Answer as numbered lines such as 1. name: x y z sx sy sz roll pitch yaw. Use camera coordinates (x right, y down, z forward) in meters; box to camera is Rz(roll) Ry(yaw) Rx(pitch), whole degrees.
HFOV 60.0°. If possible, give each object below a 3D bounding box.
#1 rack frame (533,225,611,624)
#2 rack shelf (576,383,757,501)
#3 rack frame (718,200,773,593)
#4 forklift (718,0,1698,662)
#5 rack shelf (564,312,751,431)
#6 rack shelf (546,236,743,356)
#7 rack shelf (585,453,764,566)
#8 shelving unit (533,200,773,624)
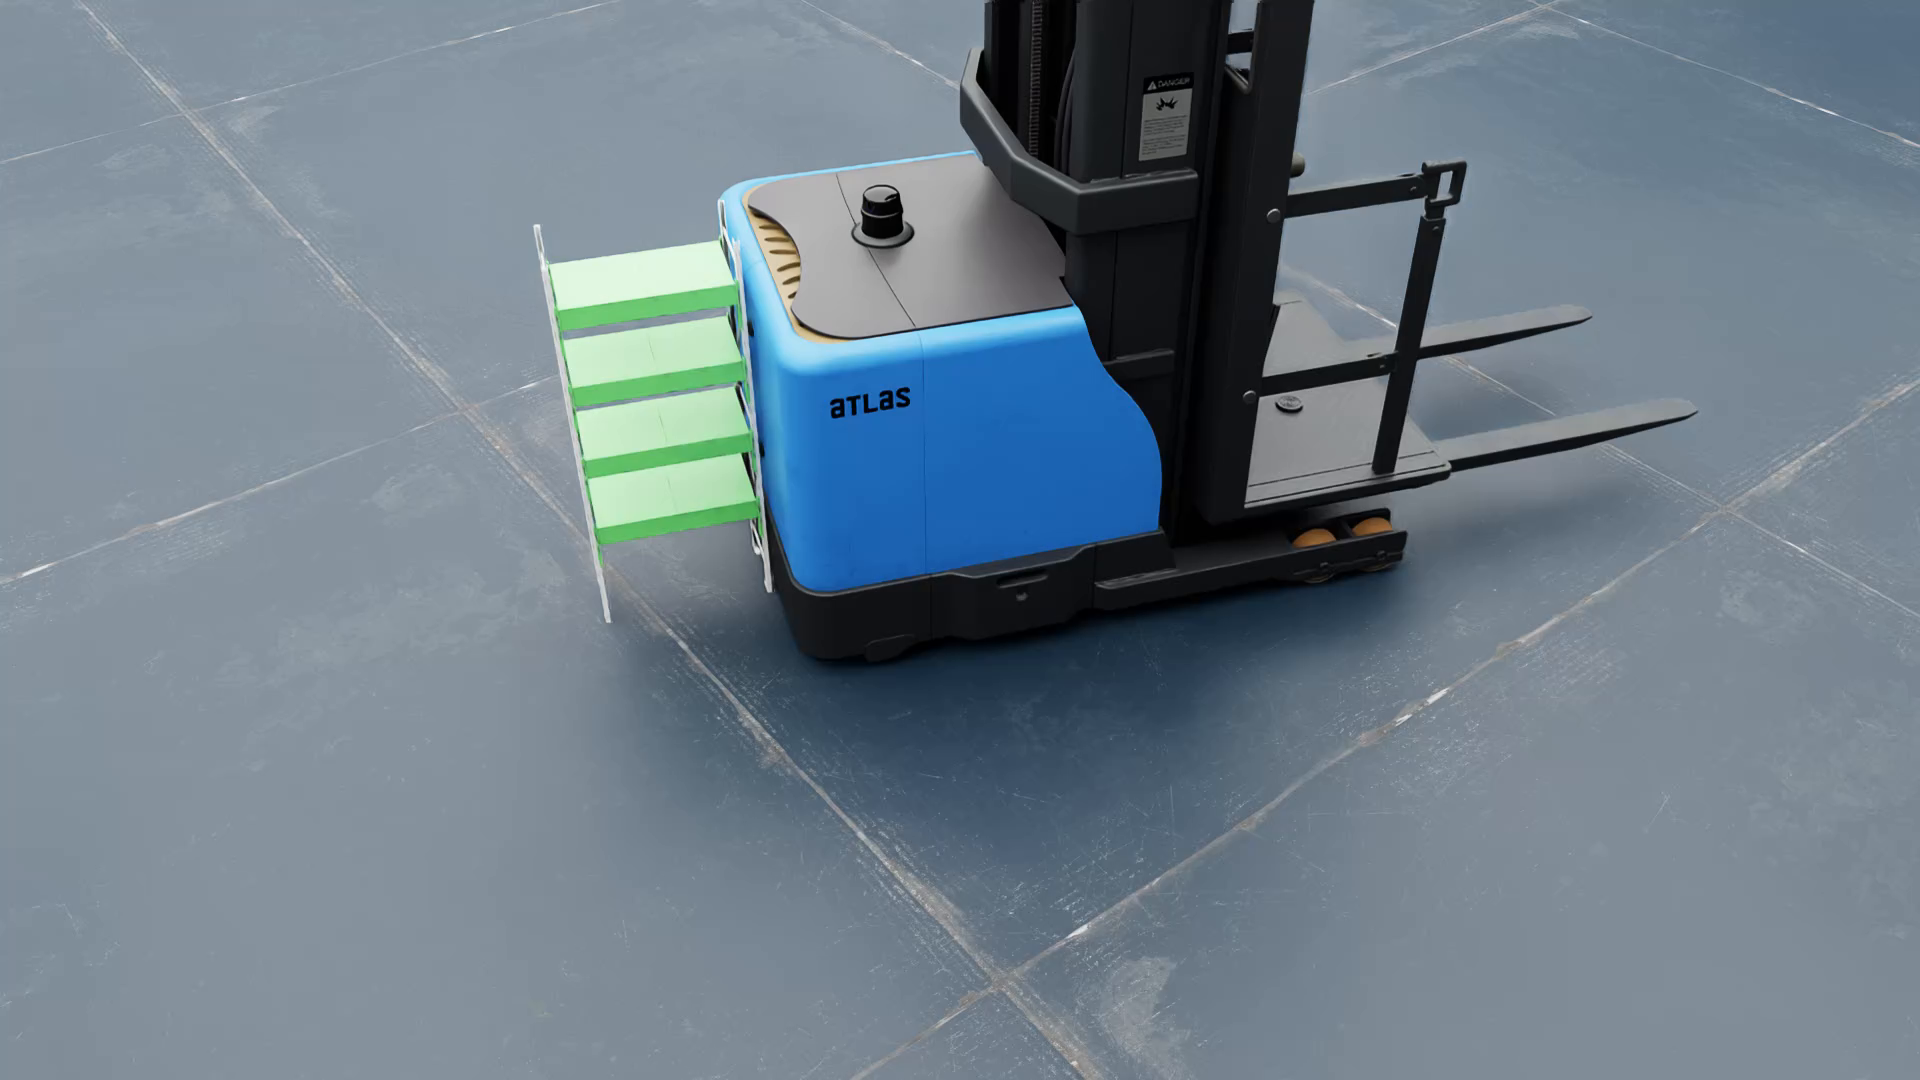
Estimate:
1. rack frame: -1.079 -0.289 4.657 0.015 1.200 0.240 -11 41 -13
2. rack shelf: -0.845 -0.284 4.751 0.480 0.148 0.258 -11 41 -13
3. rack frame: -0.611 -0.377 4.763 0.015 1.200 0.240 -11 41 -13
4. forklift: 0.860 -1.313 4.539 3.031 2.935 1.130 -11 41 -13
5. rack shelf: -0.845 -0.469 4.598 0.480 0.148 0.258 -11 41 -13
6. rack shelf: -0.845 -0.655 4.446 0.480 0.148 0.258 -11 41 -13
7. rack shelf: -0.845 -0.098 4.903 0.480 0.148 0.258 -11 41 -13
8. shelving unit: -0.845 -0.333 4.710 0.503 1.200 0.258 -11 41 -13
